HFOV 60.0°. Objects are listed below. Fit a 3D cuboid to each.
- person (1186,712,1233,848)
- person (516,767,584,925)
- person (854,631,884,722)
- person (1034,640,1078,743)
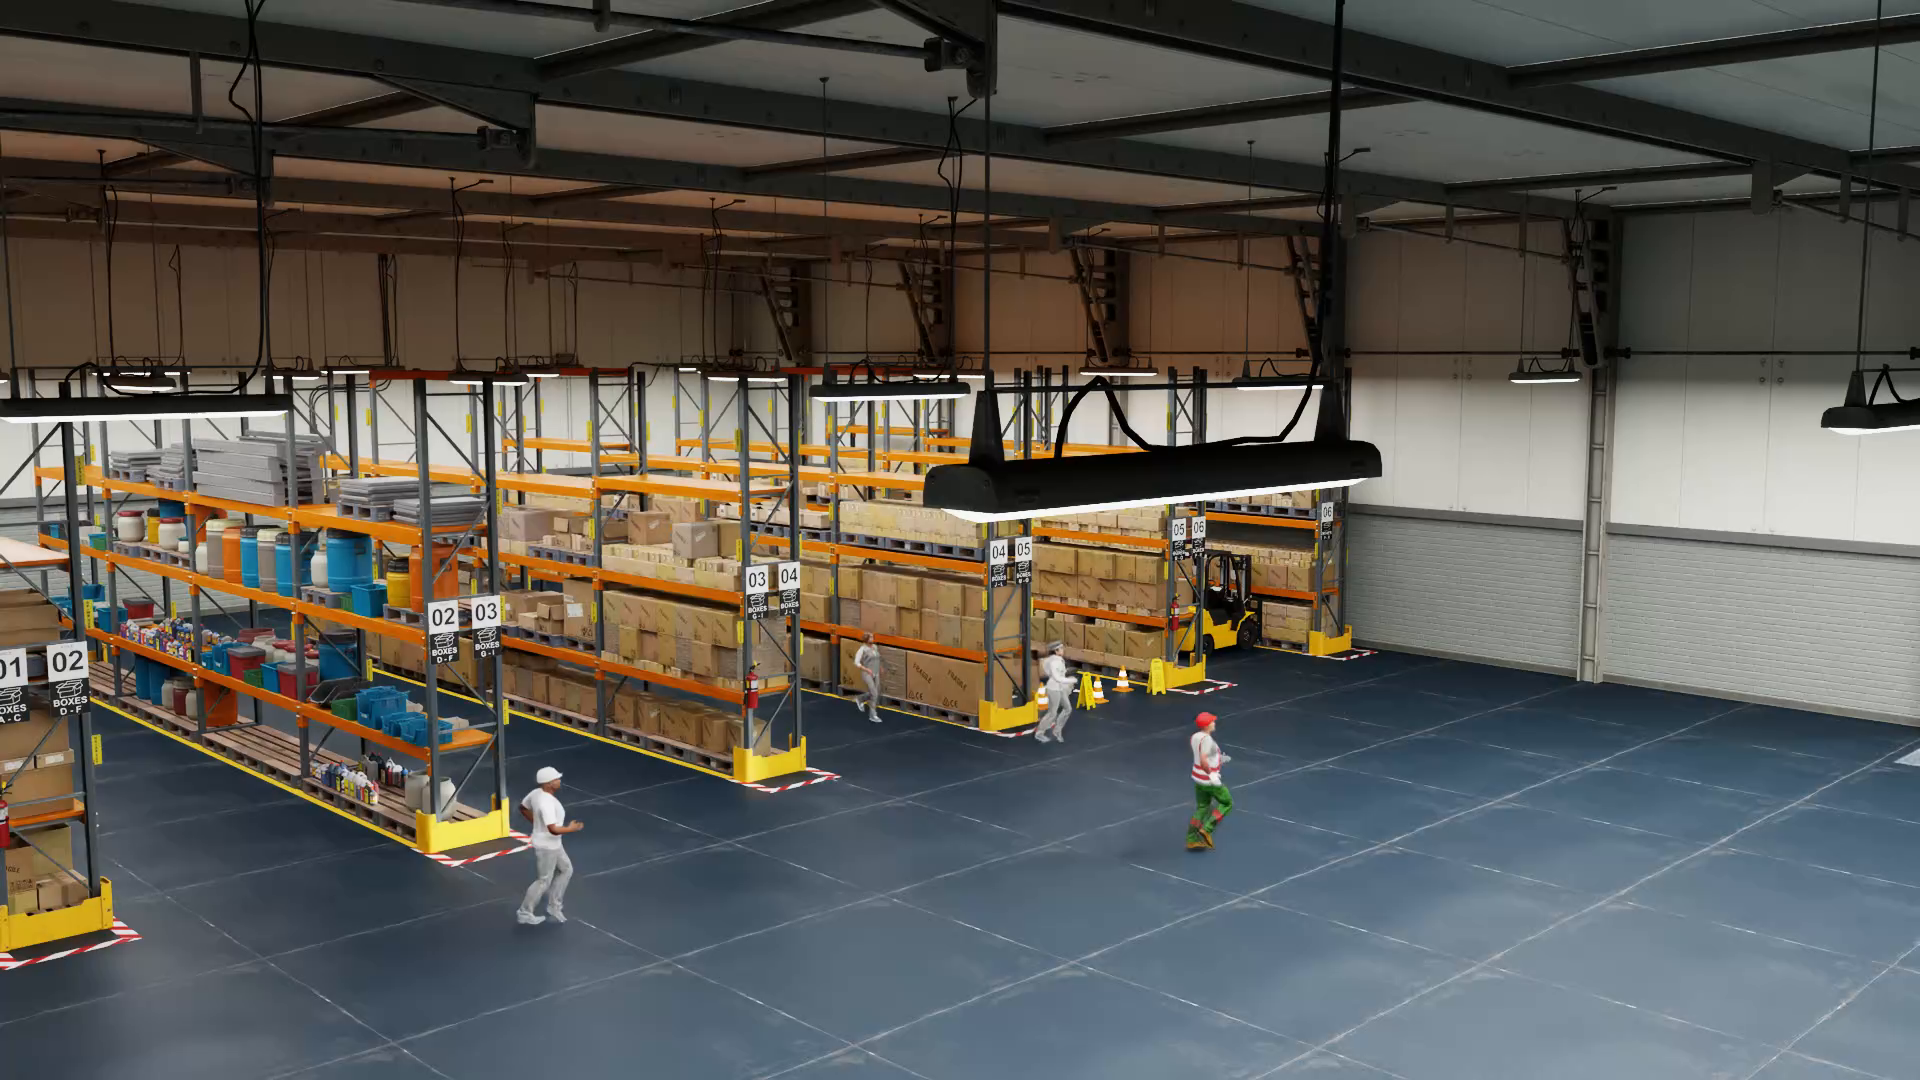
[{"bbox_3d":[3.194,3.049,21.202,0.642,1.741,0.639,-3,7,-23],"label":"person"},{"bbox_3d":[-4.541,3.407,18.367,0.744,1.840,0.726,-2,7,-19],"label":"person"},{"bbox_3d":[-1.606,2.333,28.590,0.637,1.568,0.555,5,8,39],"label":"person"},{"bbox_3d":[1.566,2.470,26.959,0.705,1.742,0.638,1,6,7],"label":"person"}]
